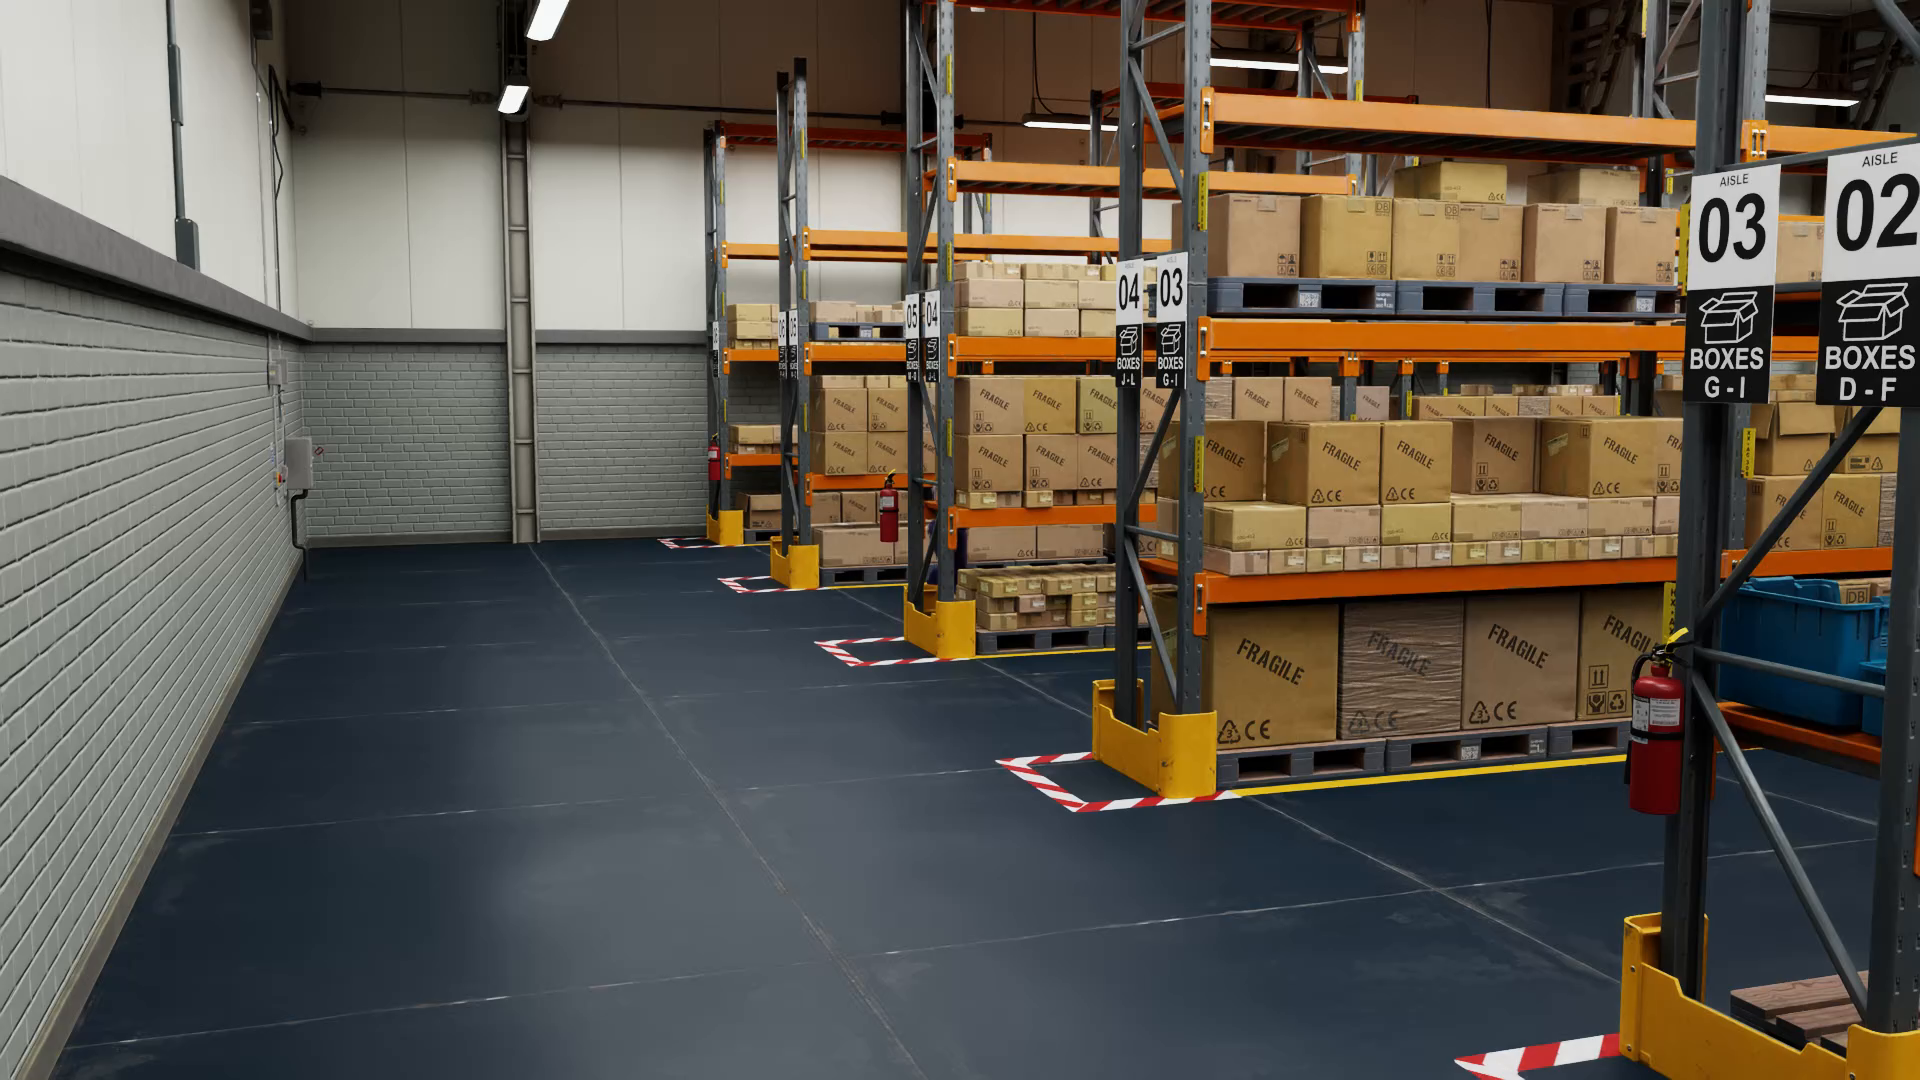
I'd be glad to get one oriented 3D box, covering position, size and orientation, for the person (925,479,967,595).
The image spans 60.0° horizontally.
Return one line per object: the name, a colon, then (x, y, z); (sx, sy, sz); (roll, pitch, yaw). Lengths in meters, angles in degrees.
person: (-0.115, -0.072, 17.182); (0.430, 1.657, 0.597); (4, 7, 35)
